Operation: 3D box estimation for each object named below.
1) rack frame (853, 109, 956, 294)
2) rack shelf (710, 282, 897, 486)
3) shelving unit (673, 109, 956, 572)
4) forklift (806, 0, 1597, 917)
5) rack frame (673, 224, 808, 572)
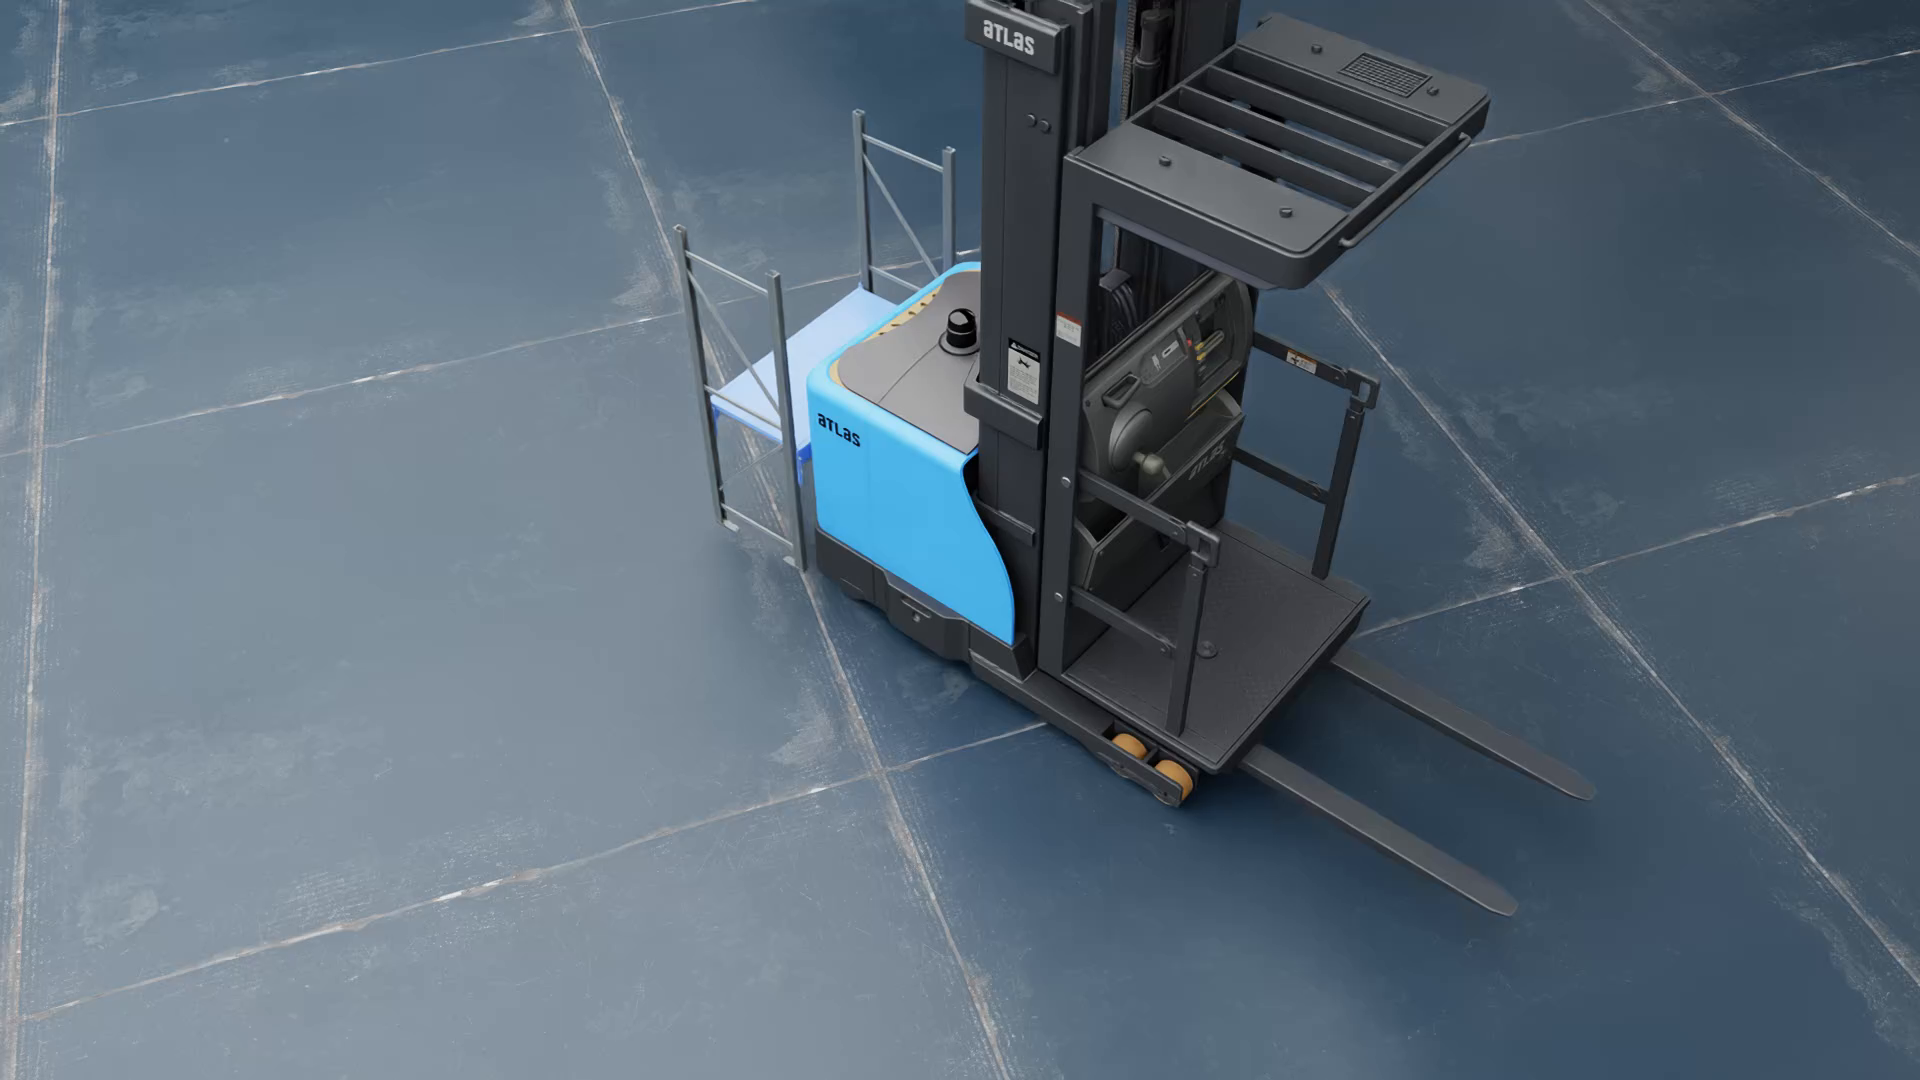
[{"bbox_3d":[-0.223,-1.082,7.079,0.500,1.500,0.032,29,52,26],"label":"rack frame"},{"bbox_3d":[-0.533,-0.670,6.922,0.538,0.185,1.000,29,52,26],"label":"rack shelf"},{"bbox_3d":[-0.533,-0.797,6.794,0.538,1.500,1.048,29,52,26],"label":"shelving unit"},{"bbox_3d":[0.868,-0.494,5.482,3.031,2.935,1.130,30,52,27],"label":"forklift"},{"bbox_3d":[-0.843,-0.511,6.510,0.500,1.500,0.032,29,52,26],"label":"rack frame"}]
